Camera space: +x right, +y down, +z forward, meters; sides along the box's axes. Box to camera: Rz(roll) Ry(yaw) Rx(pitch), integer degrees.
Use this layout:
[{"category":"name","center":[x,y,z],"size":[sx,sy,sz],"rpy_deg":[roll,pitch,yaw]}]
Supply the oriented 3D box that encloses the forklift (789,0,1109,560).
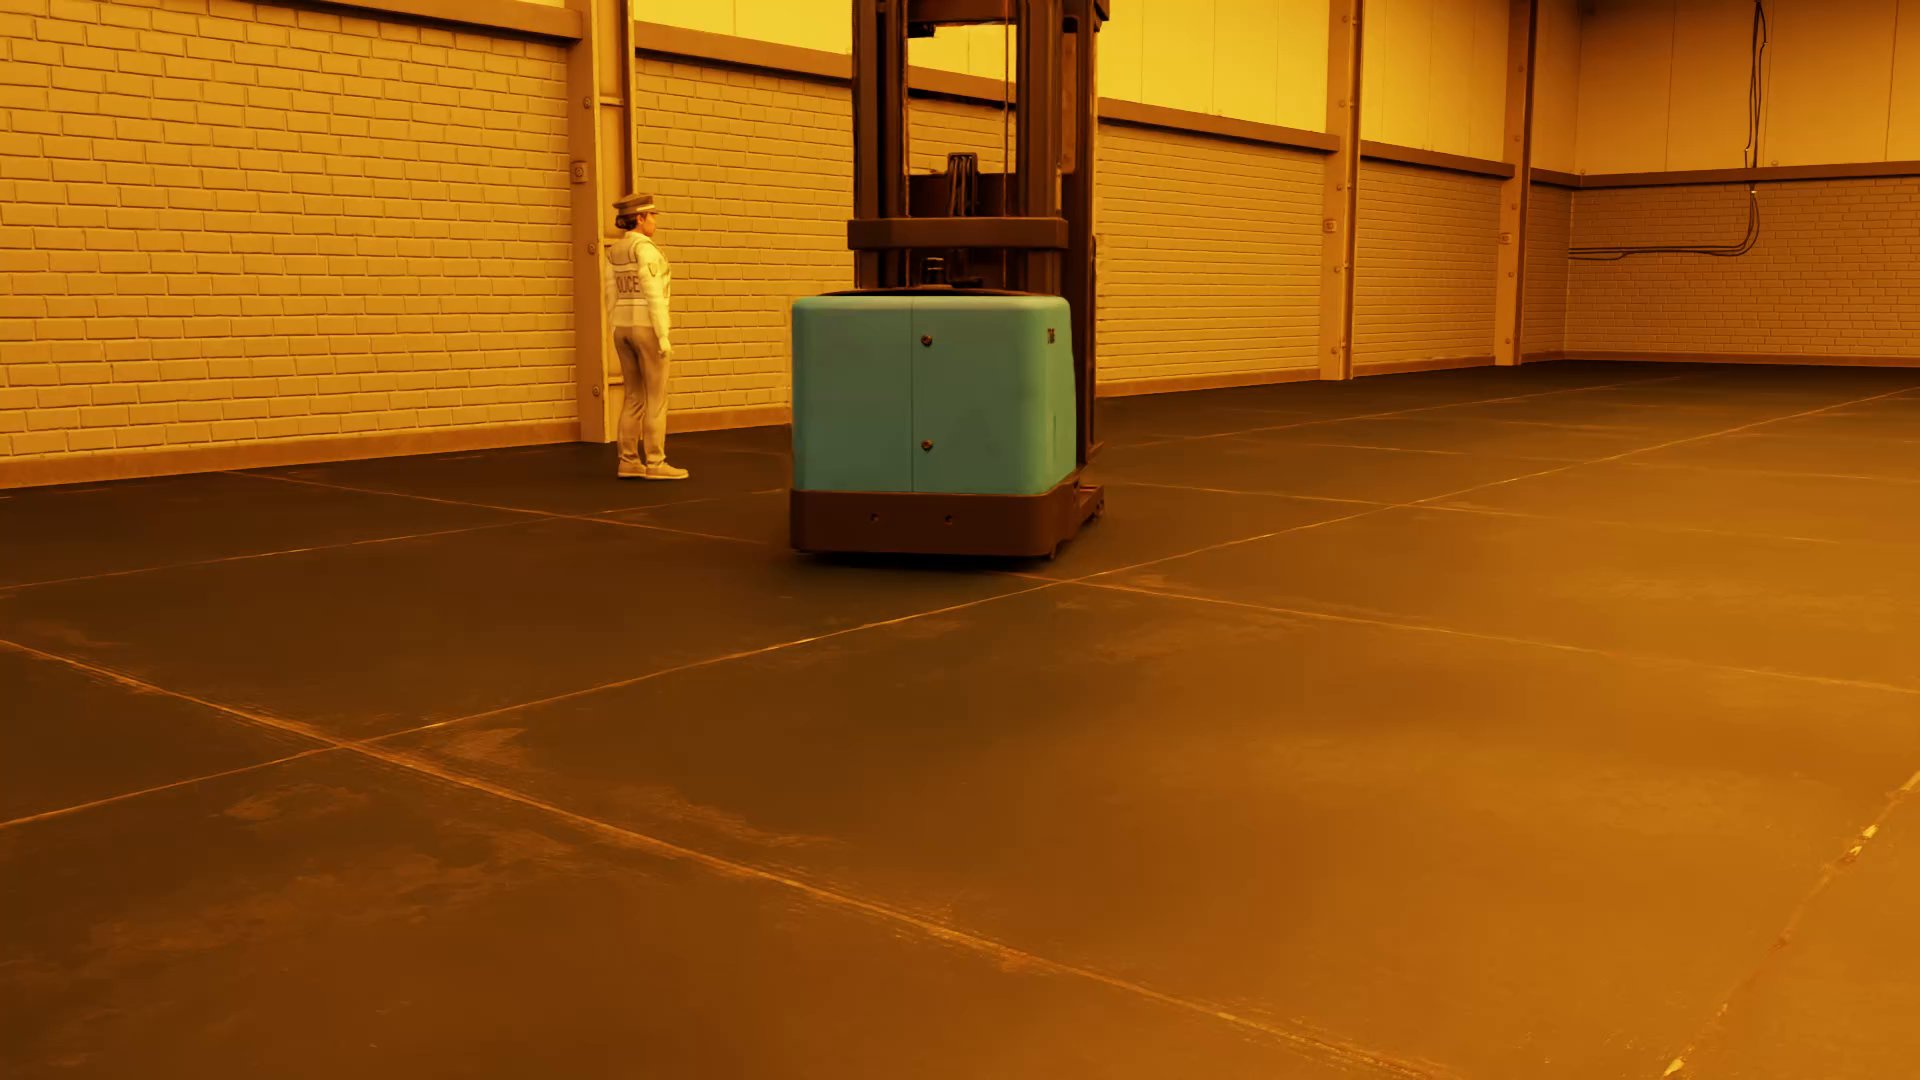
[{"category":"forklift","center":[0.101,-1.540,7.809],"size":[1.130,2.935,3.031],"rpy_deg":[2,8,11]}]

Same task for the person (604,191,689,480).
[{"category":"person","center":[-1.859,-1.201,9.811],"size":[0.523,1.686,0.350],"rpy_deg":[8,12,43]}]
